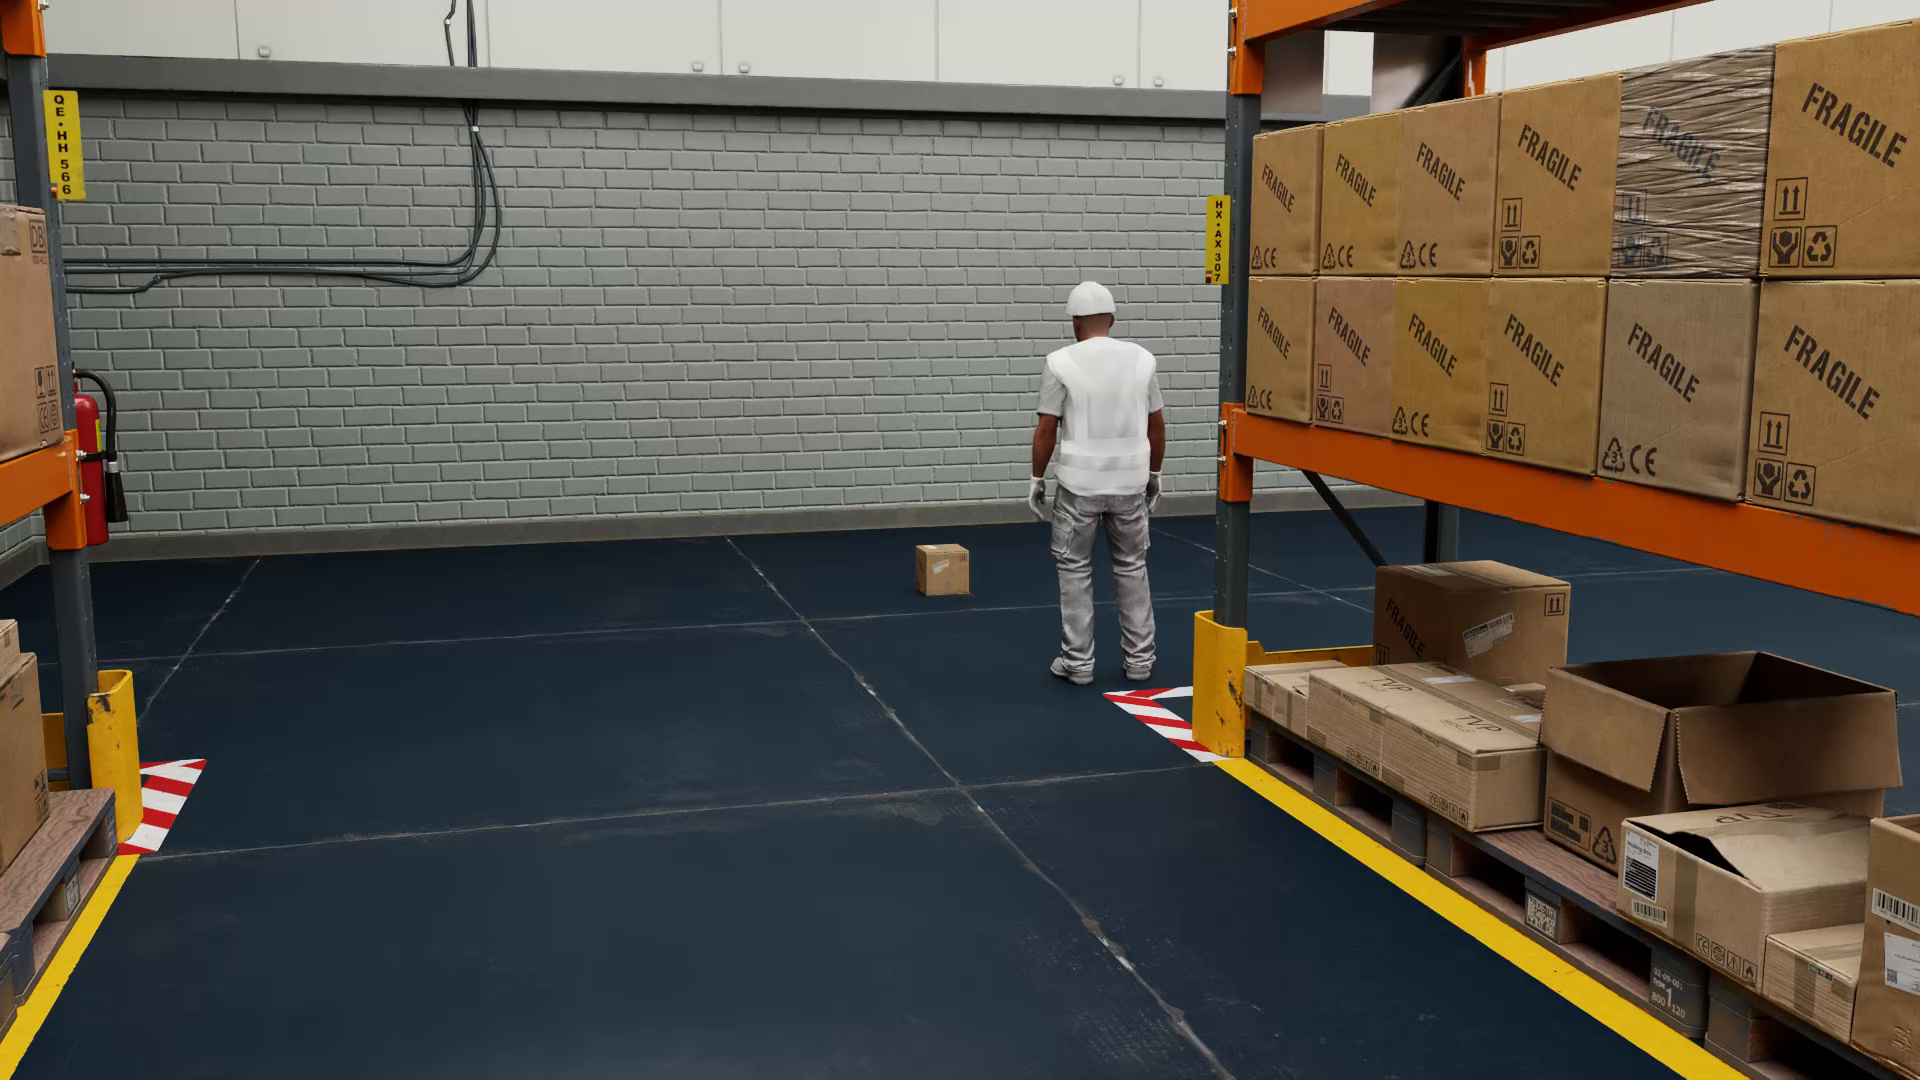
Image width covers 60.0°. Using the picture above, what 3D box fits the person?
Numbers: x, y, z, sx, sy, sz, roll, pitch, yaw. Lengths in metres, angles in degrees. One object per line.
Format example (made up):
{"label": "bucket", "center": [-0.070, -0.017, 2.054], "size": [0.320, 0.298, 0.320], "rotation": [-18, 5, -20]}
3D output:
{"label": "person", "center": [0.613, -0.253, 7.402], "size": [0.632, 1.776, 0.444], "rotation": [-2, 9, -14]}
